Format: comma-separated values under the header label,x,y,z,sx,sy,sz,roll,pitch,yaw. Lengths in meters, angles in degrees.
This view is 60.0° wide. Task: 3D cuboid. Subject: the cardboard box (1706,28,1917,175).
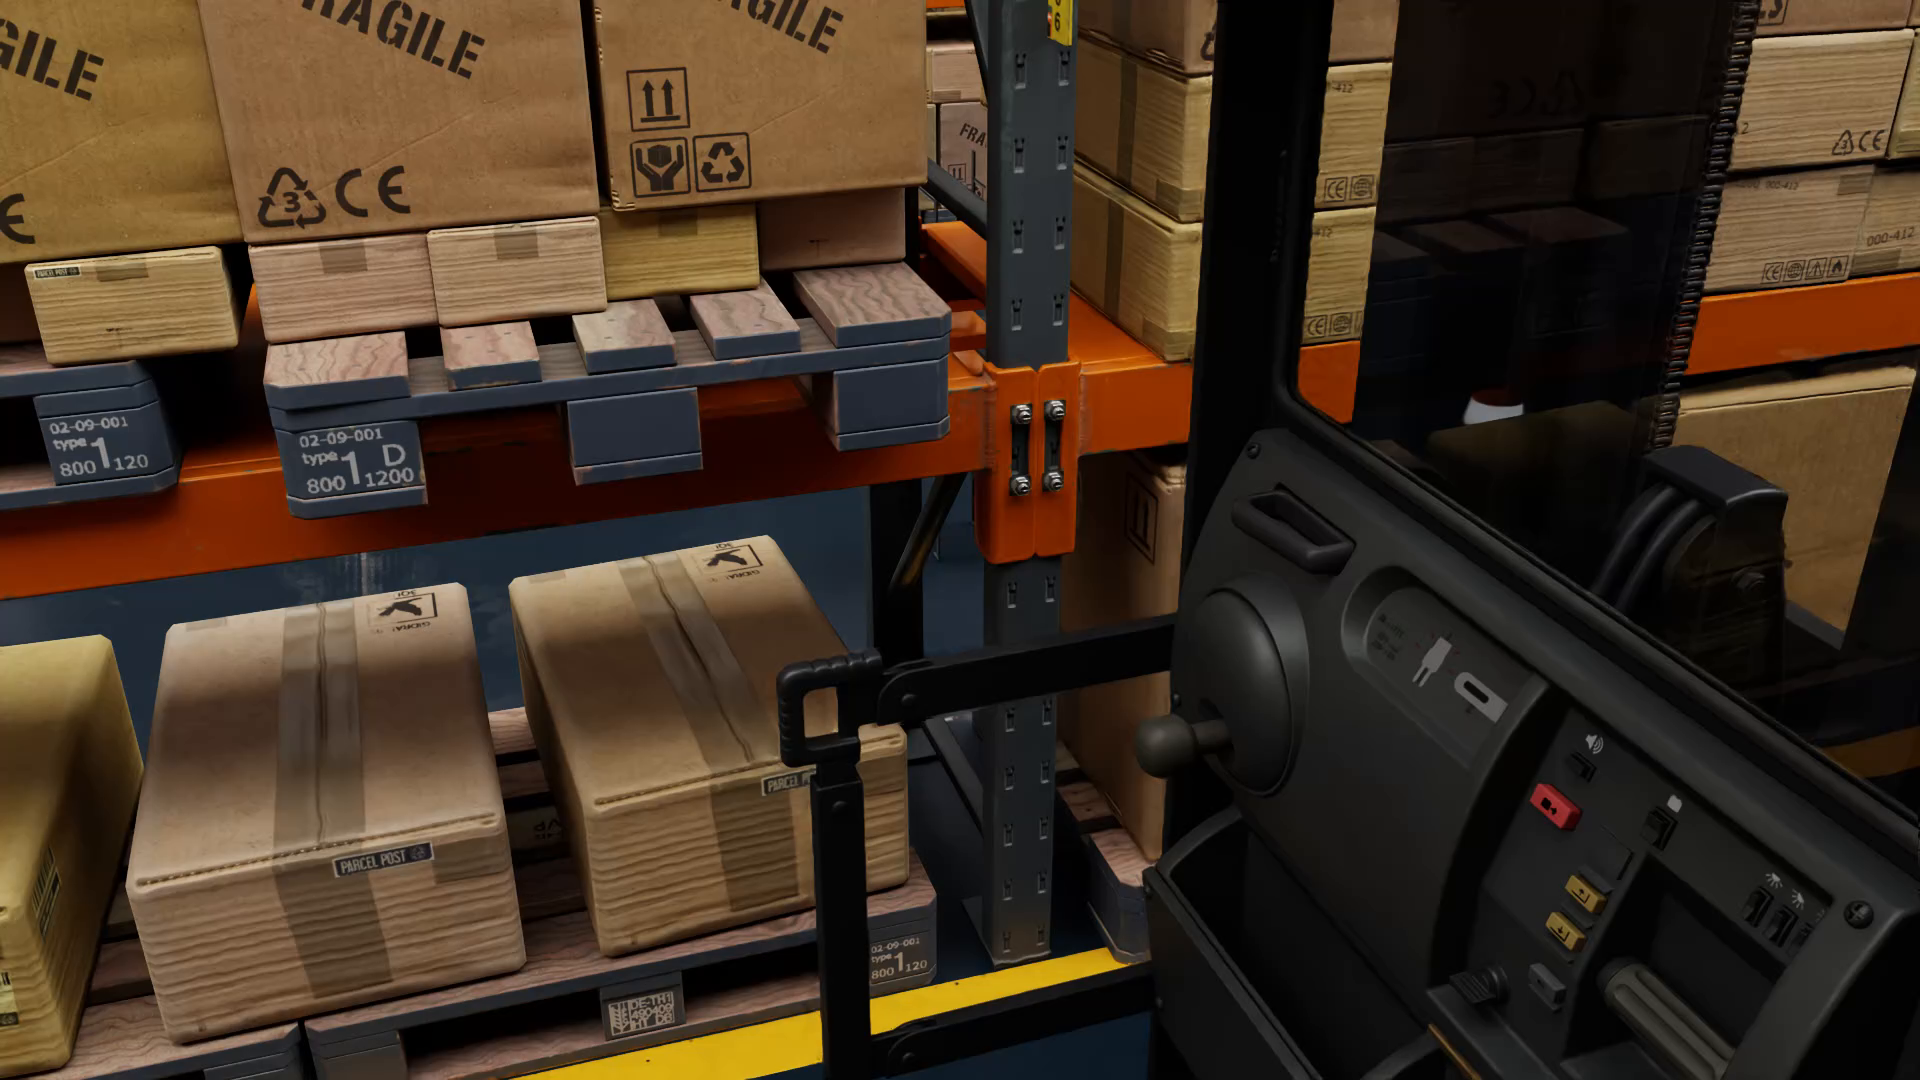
label,x,y,z,sx,sy,sz,roll,pitch,yaw
cardboard box,1.505,-0.926,3.349,0.500,0.250,0.500,-8,28,-16

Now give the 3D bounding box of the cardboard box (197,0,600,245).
label,x,y,z,sx,sy,sz,roll,pitch,yaw
cardboard box,-0.857,-0.780,2.529,0.500,0.500,0.500,-9,28,-17

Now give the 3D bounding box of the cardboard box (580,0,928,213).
label,x,y,z,sx,sy,sz,roll,pitch,yaw
cardboard box,-0.369,-0.856,2.682,0.500,0.500,0.500,-9,28,-18

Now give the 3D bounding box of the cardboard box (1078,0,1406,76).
label,x,y,z,sx,sy,sz,roll,pitch,yaw
cardboard box,0.522,-1.127,2.911,0.500,0.500,0.500,-9,28,-18

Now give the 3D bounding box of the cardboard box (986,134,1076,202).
label,x,y,z,sx,sy,sz,roll,pitch,yaw
cardboard box,0.377,-0.782,3.621,0.500,0.250,0.500,-9,28,-18

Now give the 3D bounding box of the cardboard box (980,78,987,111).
label,x,y,z,sx,sy,sz,roll,pitch,yaw
cardboard box,0.359,-1.001,3.500,0.500,0.250,0.500,-8,28,-16

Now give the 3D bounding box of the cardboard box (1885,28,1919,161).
label,x,y,z,sx,sy,sz,roll,pitch,yaw
cardboard box,1.991,-0.991,3.479,0.500,0.250,0.500,-8,27,-15

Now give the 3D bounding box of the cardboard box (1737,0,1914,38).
label,x,y,z,sx,sy,sz,roll,pitch,yaw
cardboard box,1.487,-1.264,3.187,0.500,0.500,0.500,-7,27,-15

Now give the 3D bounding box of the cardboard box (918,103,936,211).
label,x,y,z,sx,sy,sz,roll,pitch,yaw
cardboard box,-0.423,-1.878,7.998,0.500,0.500,0.500,-8,27,-15

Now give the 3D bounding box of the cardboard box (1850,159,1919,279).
label,x,y,z,sx,sy,sz,roll,pitch,yaw
cardboard box,1.972,-0.781,3.619,0.500,0.250,0.500,-8,28,-16

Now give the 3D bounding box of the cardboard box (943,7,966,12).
label,x,y,z,sx,sy,sz,roll,pitch,yaw
cardboard box,0.109,-4.551,12.961,0.875,0.875,1.225,-8,28,-16

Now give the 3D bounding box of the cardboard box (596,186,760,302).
label,x,y,z,sx,sy,sz,roll,pitch,yaw
cardboard box,-0.494,-0.534,2.762,0.250,0.149,0.380,-8,27,-15

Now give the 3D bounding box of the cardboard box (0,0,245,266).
label,x,y,z,sx,sy,sz,roll,pitch,yaw
cardboard box,-1.337,-0.710,2.388,0.500,0.500,0.500,-10,28,-20

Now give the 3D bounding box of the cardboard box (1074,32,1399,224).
label,x,y,z,sx,sy,sz,roll,pitch,yaw
cardboard box,0.535,-0.792,3.079,0.500,0.250,0.500,-8,28,-16

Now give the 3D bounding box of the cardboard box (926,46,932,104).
label,x,y,z,sx,sy,sz,roll,pitch,yaw
cardboard box,-0.439,-2.216,7.836,0.500,0.250,0.500,-9,28,-17

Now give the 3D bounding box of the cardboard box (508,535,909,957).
label,x,y,z,sx,sy,sz,roll,pitch,yaw
cardboard box,-0.563,0.392,3.569,0.625,0.372,0.950,-10,28,-20

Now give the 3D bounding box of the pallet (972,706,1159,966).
label,x,y,z,sx,sy,sz,roll,pitch,yaw
pallet,0.750,0.502,4.001,1.213,0.211,1.003,-8,28,-16

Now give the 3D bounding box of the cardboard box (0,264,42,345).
label,x,y,z,sx,sy,sz,roll,pitch,yaw
cardboard box,-1.497,-0.424,2.540,0.250,0.149,0.380,-8,28,-16

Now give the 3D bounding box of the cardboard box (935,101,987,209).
label,x,y,z,sx,sy,sz,roll,pitch,yaw
cardboard box,0.063,-1.951,8.144,0.500,0.500,0.500,-9,28,-17

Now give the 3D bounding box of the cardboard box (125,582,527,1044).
label,x,y,z,sx,sy,sz,roll,pitch,yaw
cardboard box,-1.263,0.497,3.358,0.625,0.372,0.950,-9,28,-17

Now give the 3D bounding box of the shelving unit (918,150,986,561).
label,x,y,z,sx,sy,sz,roll,pitch,yaw
shelving unit,-0.014,-0.535,4.979,0.189,1.200,0.258,-8,28,-16

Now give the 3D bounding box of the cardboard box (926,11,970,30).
label,x,y,z,sx,sy,sz,roll,pitch,yaw
cardboard box,-0.118,-2.496,8.400,0.500,0.250,0.500,-8,27,-15

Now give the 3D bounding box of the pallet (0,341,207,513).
label,x,y,z,sx,sy,sz,roll,pitch,yaw
pallet,-1.893,-0.294,2.685,1.213,0.211,1.003,-8,28,-16

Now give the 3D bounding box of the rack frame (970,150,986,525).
label,x,y,z,sx,sy,sz,roll,pitch,yaw
rack frame,0.073,-0.548,5.005,0.006,1.200,0.240,-8,28,-16

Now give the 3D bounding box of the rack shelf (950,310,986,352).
label,x,y,z,sx,sy,sz,roll,pitch,yaw
rack shelf,-0.014,-0.603,4.946,0.180,0.103,0.258,-8,28,-16

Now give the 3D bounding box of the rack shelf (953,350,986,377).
label,x,y,z,sx,sy,sz,roll,pitch,yaw
rack shelf,-0.014,-0.496,4.999,0.180,0.103,0.258,-8,28,-16

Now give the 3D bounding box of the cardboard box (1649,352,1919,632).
label,x,y,z,sx,sy,sz,roll,pitch,yaw
cardboard box,1.509,-0.088,3.970,0.875,0.875,0.875,-8,27,-15

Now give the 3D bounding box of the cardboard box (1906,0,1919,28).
label,x,y,z,sx,sy,sz,roll,pitch,yaw
cardboard box,1.968,-1.332,3.324,0.500,0.500,0.500,-8,27,-15

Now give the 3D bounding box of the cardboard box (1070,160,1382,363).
label,x,y,z,sx,sy,sz,roll,pitch,yaw
cardboard box,0.520,-0.564,3.181,0.500,0.250,0.500,-9,28,-17

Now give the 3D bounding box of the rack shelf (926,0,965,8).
label,x,y,z,sx,sy,sz,roll,pitch,yaw
rack shelf,0.250,-2.702,8.129,4.000,0.370,1.077,-8,28,-16

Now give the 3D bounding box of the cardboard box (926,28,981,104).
label,x,y,z,sx,sy,sz,roll,pitch,yaw
cardboard box,0.035,-2.279,7.962,0.500,0.250,0.500,-8,28,-16

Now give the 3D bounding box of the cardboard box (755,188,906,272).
label,x,y,z,sx,sy,sz,roll,pitch,yaw
cardboard box,-0.262,-0.601,2.898,0.250,0.149,0.380,-7,27,-14

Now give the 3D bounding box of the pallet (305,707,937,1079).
label,x,y,z,sx,sy,sz,roll,pitch,yaw
pallet,-0.767,0.686,3.631,1.213,0.211,1.003,-8,28,-16

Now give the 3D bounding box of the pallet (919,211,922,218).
label,x,y,z,sx,sy,sz,roll,pitch,yaw
pallet,-0.909,-1.607,8.250,1.213,0.211,1.003,-8,28,-16

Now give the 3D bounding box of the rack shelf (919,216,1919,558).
label,x,y,z,sx,sy,sz,roll,pitch,yaw
rack shelf,1.879,-0.623,3.941,4.000,0.370,1.077,-8,28,-16

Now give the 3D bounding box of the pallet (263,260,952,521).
label,x,y,z,sx,sy,sz,roll,pitch,yaw
pallet,-0.668,-0.441,2.981,1.003,0.211,1.213,-8,28,-16

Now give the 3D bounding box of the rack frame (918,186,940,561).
label,x,y,z,sx,sy,sz,roll,pitch,yaw
rack frame,-0.101,-0.523,4.954,0.006,1.200,0.240,-8,28,-16

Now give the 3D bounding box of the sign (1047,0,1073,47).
label,x,y,z,sx,sy,sz,roll,pitch,yaw
sign,0.154,-0.925,2.527,0.005,0.325,0.100,-8,28,-16

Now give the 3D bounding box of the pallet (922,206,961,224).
label,x,y,z,sx,sy,sz,roll,pitch,yaw
pallet,0.249,-1.774,8.585,1.213,0.211,1.003,-8,28,-16

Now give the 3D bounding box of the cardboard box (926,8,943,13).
label,x,y,z,sx,sy,sz,roll,pitch,yaw
cardboard box,-0.740,-4.427,12.712,0.875,0.875,1.225,-9,28,-18

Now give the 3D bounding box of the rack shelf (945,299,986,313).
label,x,y,z,sx,sy,sz,roll,pitch,yaw
rack shelf,-0.014,-0.711,4.892,0.180,0.103,0.258,-8,28,-16

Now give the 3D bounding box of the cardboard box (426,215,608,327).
label,x,y,z,sx,sy,sz,roll,pitch,yaw
cardboard box,-0.720,-0.480,2.654,0.250,0.149,0.380,-8,28,-17

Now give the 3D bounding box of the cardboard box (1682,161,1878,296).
label,x,y,z,sx,sy,sz,roll,pitch,yaw
cardboard box,1.504,-0.712,3.479,0.500,0.250,0.500,-7,27,-14

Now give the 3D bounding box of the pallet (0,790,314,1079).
label,x,y,z,sx,sy,sz,roll,pitch,yaw
pallet,-1.925,0.852,3.296,1.213,0.211,1.003,-8,28,-16

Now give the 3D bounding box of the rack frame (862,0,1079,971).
label,x,y,z,sx,sy,sz,roll,pitch,yaw
rack frame,-0.023,-0.670,3.227,0.127,3.000,1.000,-8,28,-16

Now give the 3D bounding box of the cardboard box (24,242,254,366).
label,x,y,z,sx,sy,sz,roll,pitch,yaw
cardboard box,-1.219,-0.405,2.502,0.250,0.149,0.380,-8,27,-15

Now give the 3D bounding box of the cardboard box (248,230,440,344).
label,x,y,z,sx,sy,sz,roll,pitch,yaw
cardboard box,-0.962,-0.449,2.591,0.250,0.149,0.380,-10,28,-19

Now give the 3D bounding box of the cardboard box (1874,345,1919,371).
label,x,y,z,sx,sy,sz,roll,pitch,yaw
cardboard box,2.359,-0.211,4.218,0.875,0.875,0.875,-7,27,-15

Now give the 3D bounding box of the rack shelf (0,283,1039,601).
label,x,y,z,sx,sy,sz,roll,pitch,yaw
rack shelf,-1.925,-0.073,2.832,4.000,0.370,1.077,-8,28,-16

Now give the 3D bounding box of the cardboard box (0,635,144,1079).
label,x,y,z,sx,sy,sz,roll,pitch,yaw
cardboard box,-1.985,0.599,3.152,0.625,0.372,0.950,-7,27,-14

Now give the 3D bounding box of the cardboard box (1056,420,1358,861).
label,x,y,z,sx,sy,sz,roll,pitch,yaw
cardboard box,0.659,0.033,3.726,0.875,0.875,0.875,-8,28,-17
